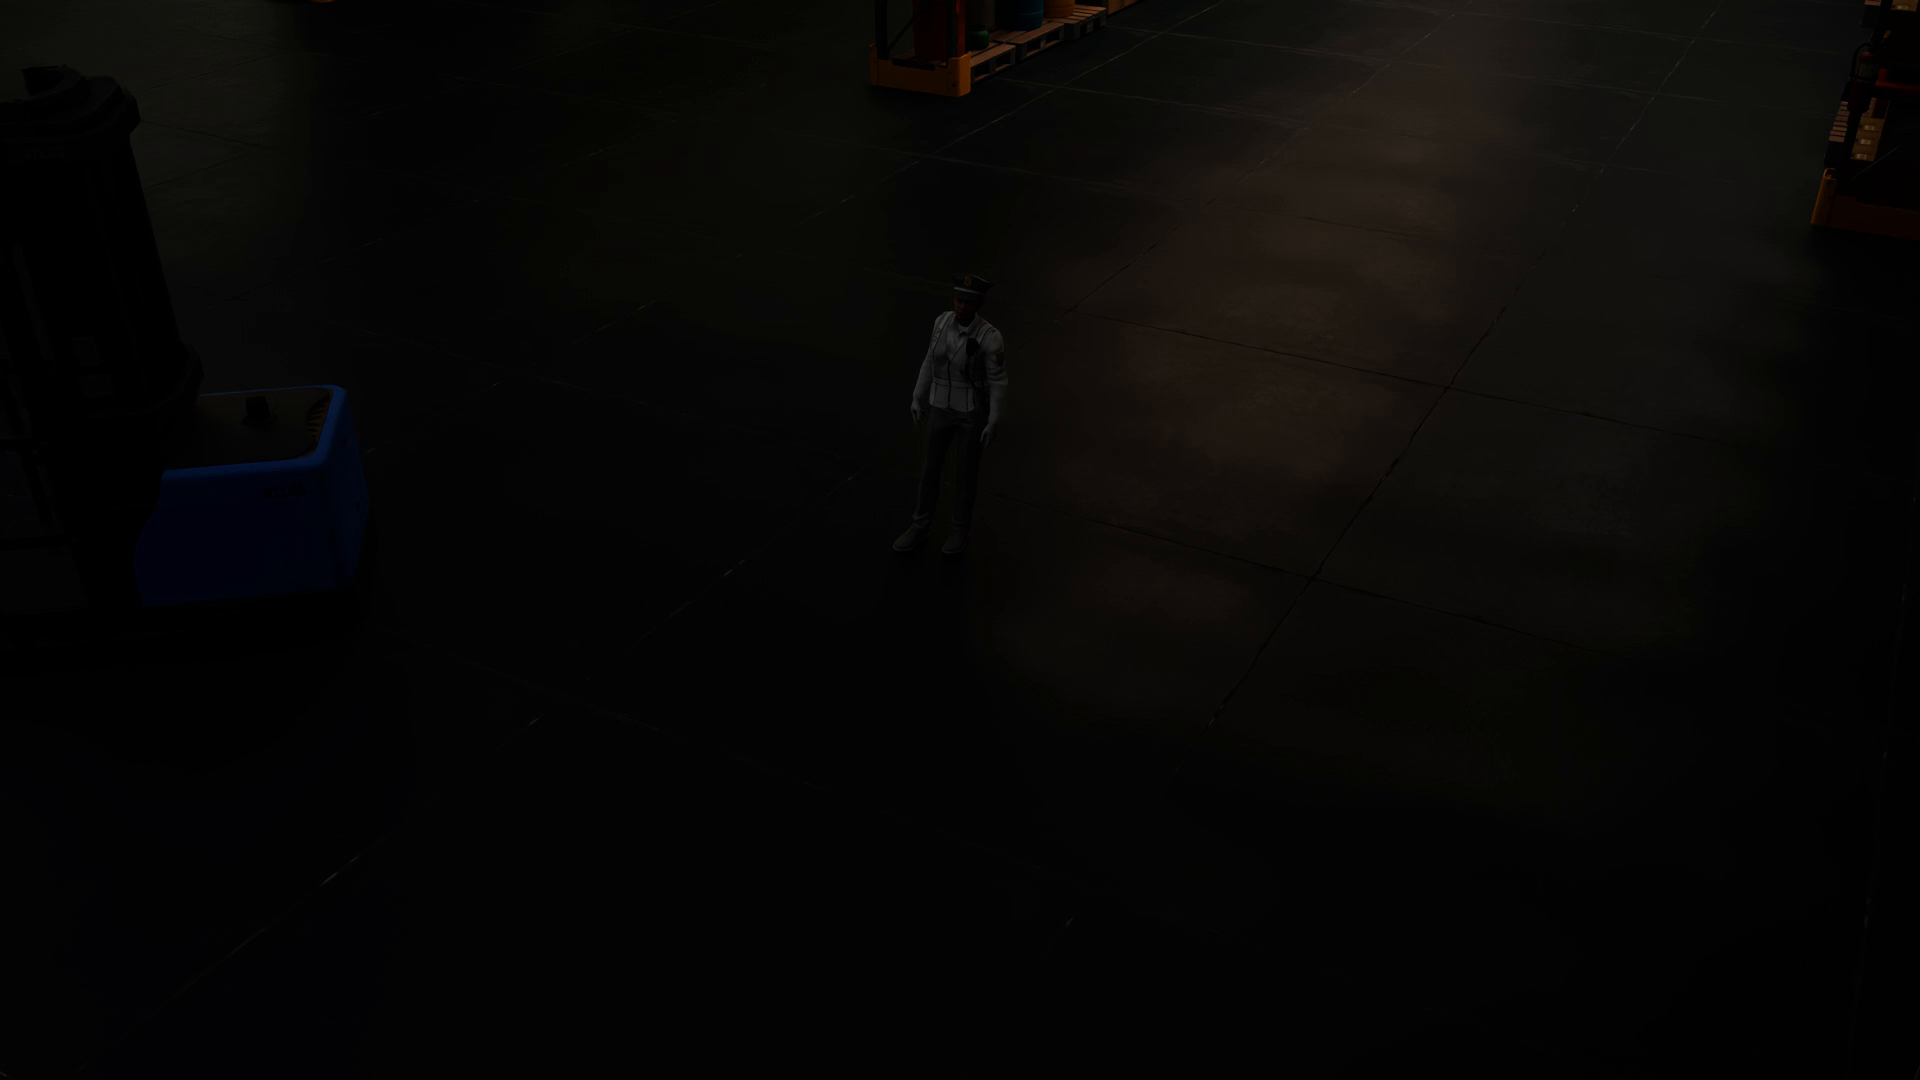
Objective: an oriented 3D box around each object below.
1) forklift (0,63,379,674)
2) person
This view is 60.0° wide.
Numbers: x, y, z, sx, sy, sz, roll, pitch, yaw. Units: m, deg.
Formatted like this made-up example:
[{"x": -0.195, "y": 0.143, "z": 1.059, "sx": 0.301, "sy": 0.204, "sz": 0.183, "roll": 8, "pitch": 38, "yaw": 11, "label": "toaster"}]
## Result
[{"x": -4.847, "y": -0.852, "z": 8.546, "sx": 3.031, "sy": 2.935, "sz": 1.130, "roll": -6, "pitch": 30, "yaw": -10, "label": "forklift"}, {"x": -0.040, "y": -0.712, "z": 9.526, "sx": 0.586, "sy": 1.694, "sz": 0.530, "roll": 15, "pitch": 33, "yaw": 25, "label": "person"}]
